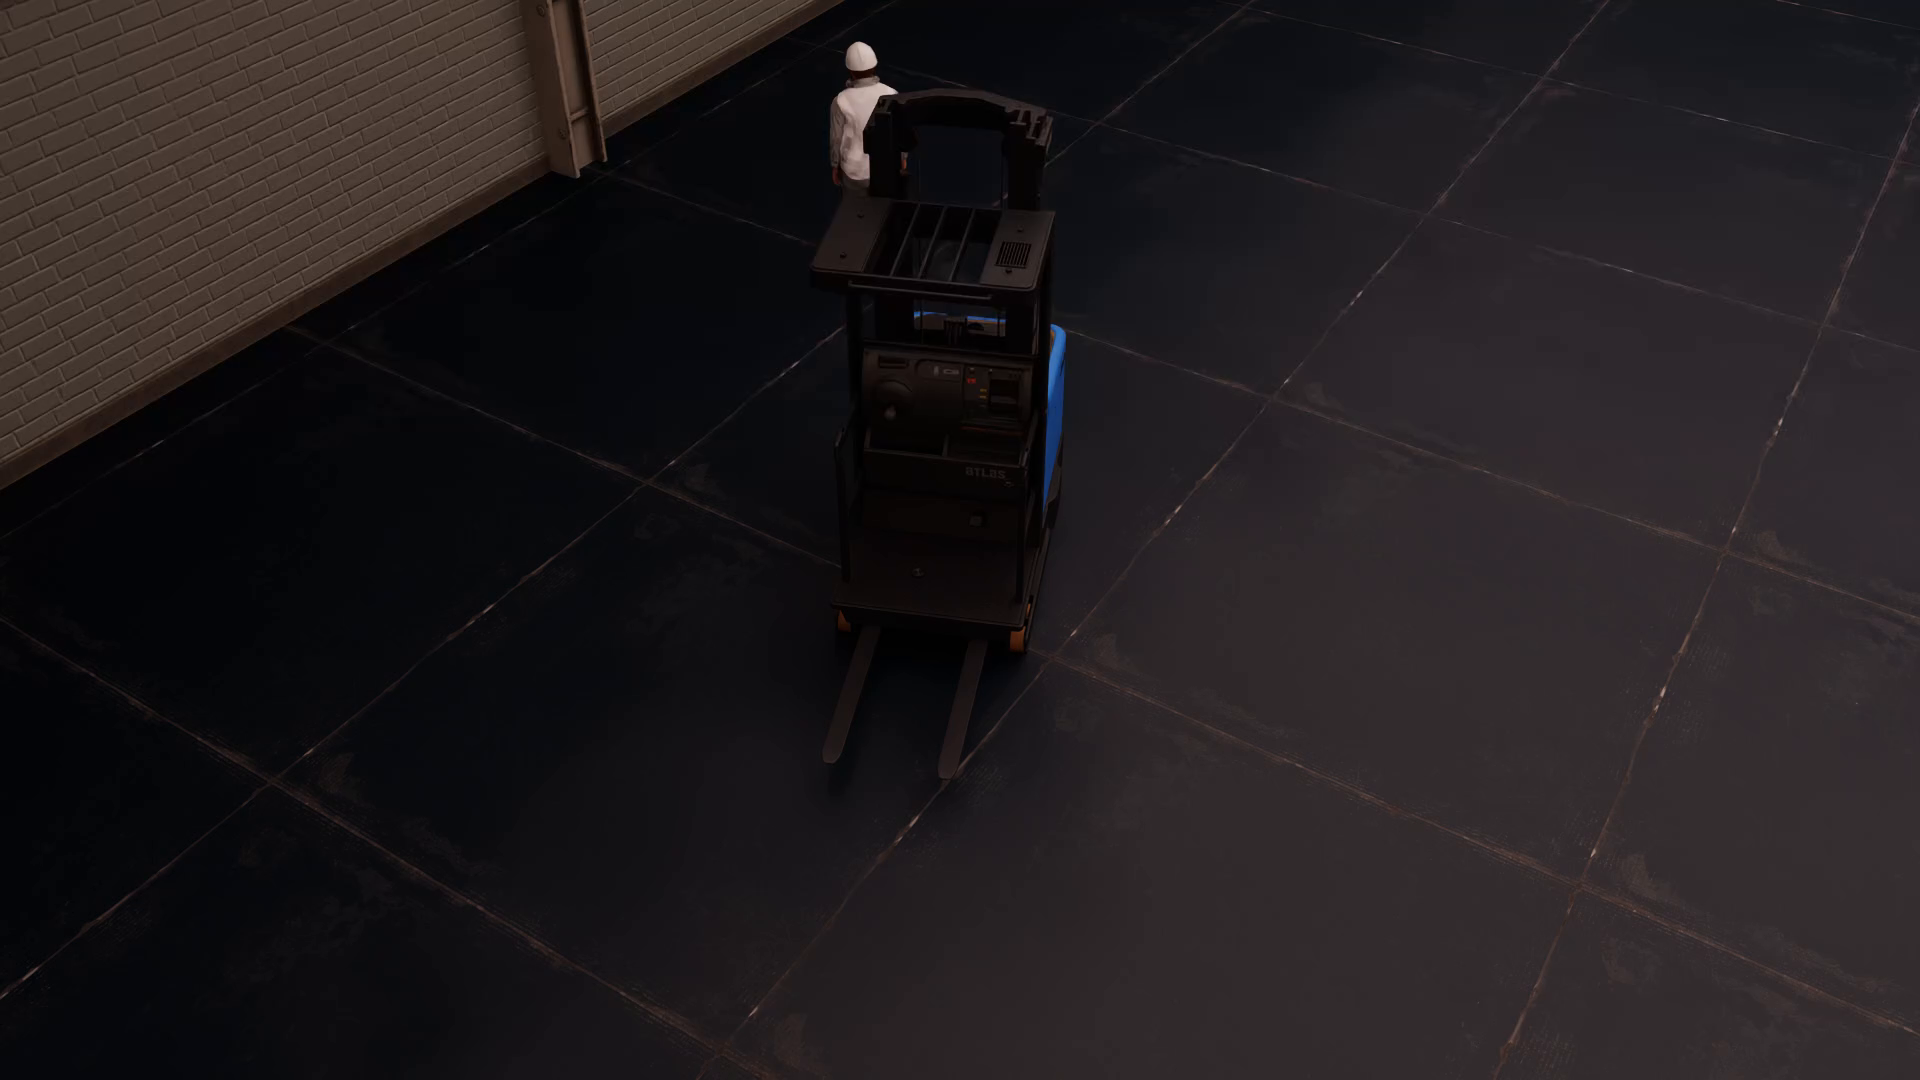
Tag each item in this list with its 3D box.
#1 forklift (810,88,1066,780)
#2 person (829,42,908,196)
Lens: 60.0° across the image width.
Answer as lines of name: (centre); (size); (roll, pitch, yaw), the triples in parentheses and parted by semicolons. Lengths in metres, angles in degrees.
forklift: (-0.108, -0.731, 8.830); (1.130, 2.935, 3.031); (7, 41, 8)
person: (-0.663, -2.748, 12.109); (0.579, 1.769, 0.467); (-8, 41, -9)
